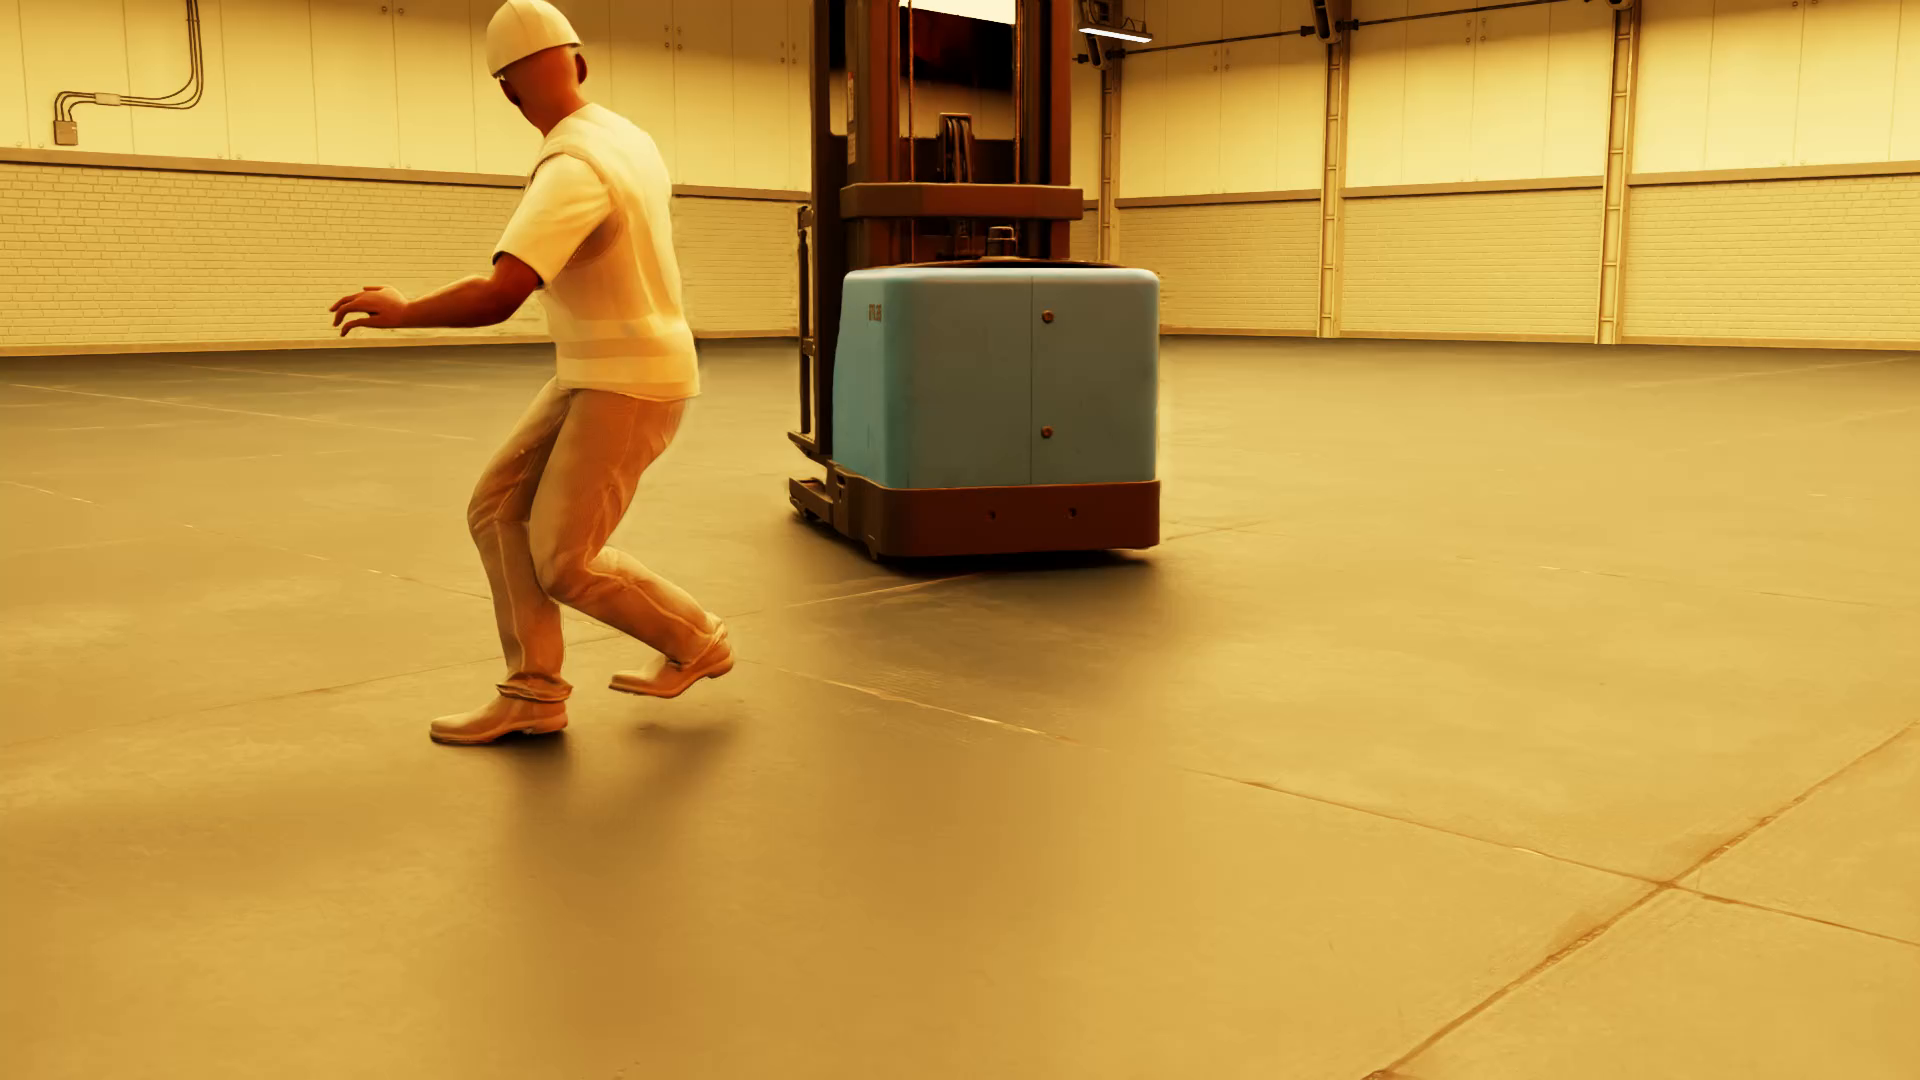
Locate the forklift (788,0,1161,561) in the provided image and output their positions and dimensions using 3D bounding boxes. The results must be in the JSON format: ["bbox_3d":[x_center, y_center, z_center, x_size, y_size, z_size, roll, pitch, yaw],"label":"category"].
[{"bbox_3d":[-0.144,-1.551,7.177,1.130,2.935,3.031,-2,9,-15],"label":"forklift"}]

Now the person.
[{"bbox_3d":[-0.966,-0.380,3.808,0.855,1.625,0.928,-2,9,-16],"label":"person"}]
